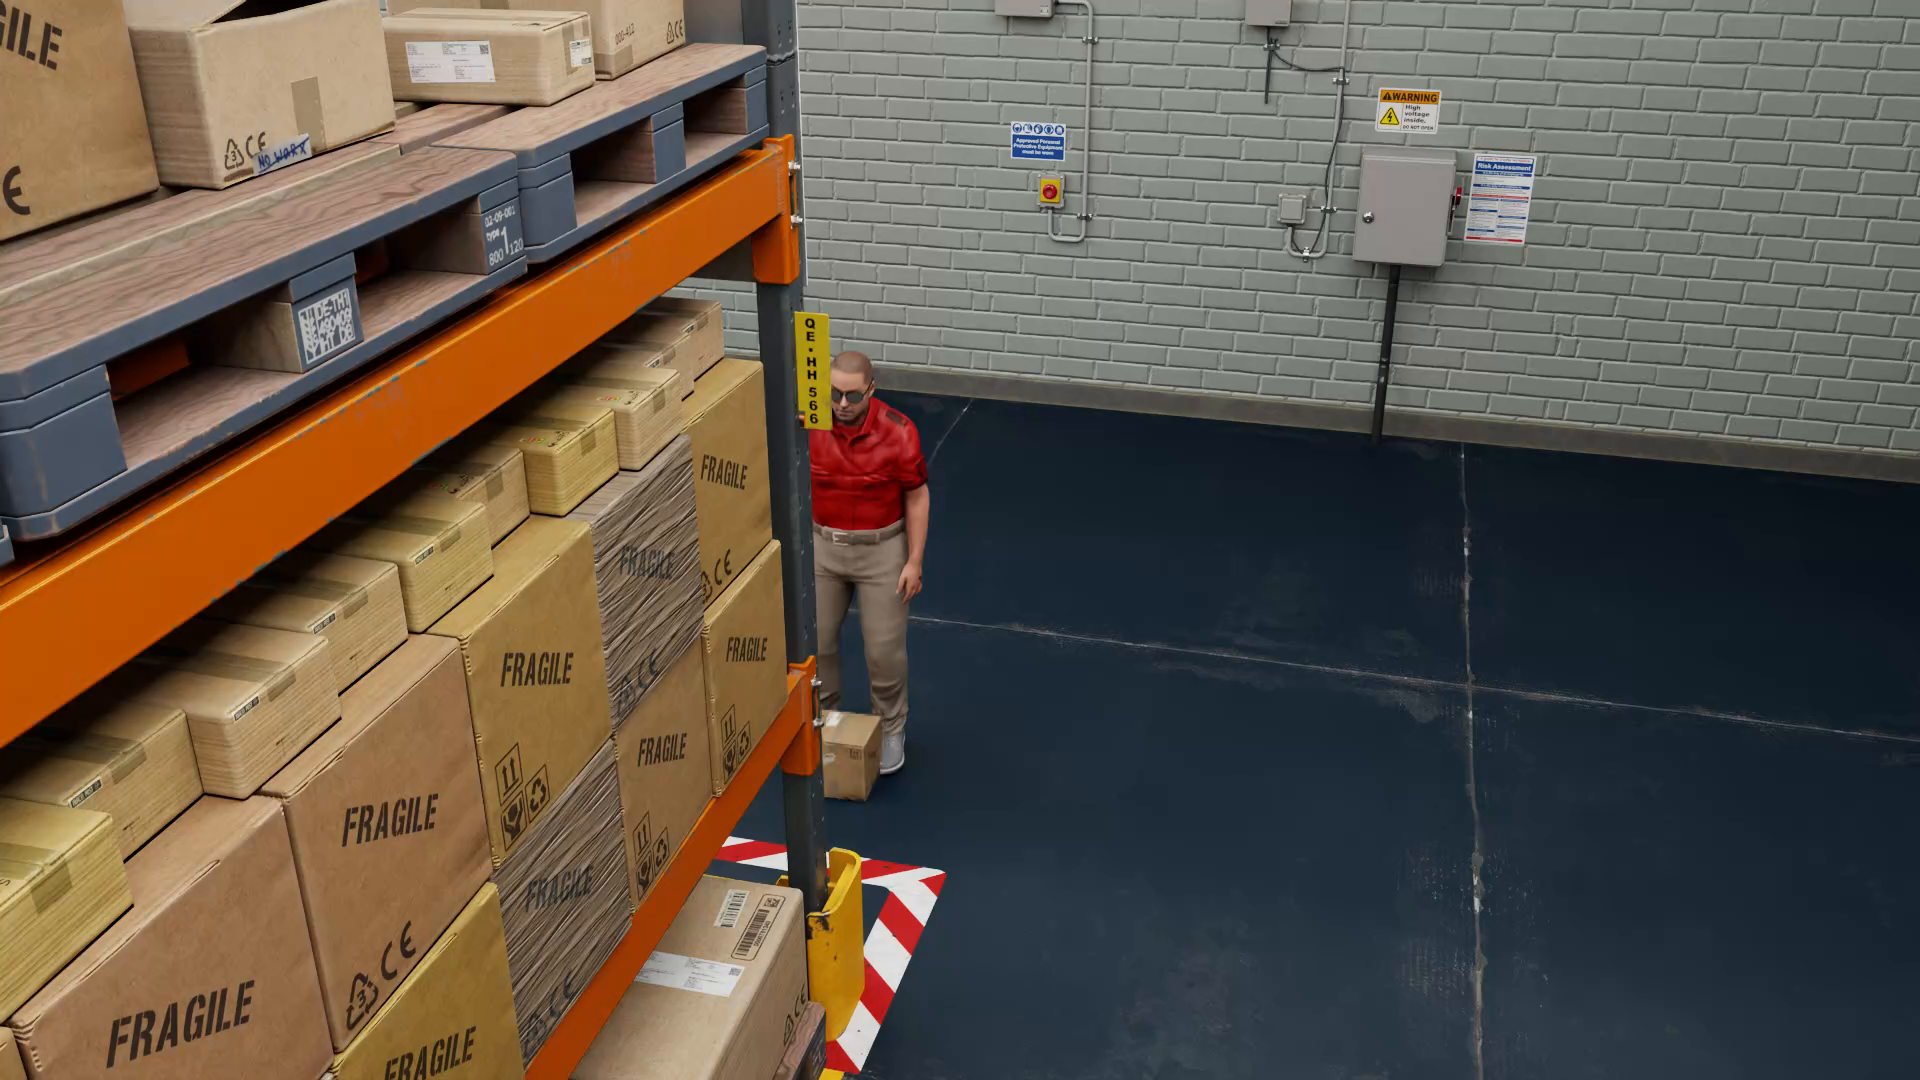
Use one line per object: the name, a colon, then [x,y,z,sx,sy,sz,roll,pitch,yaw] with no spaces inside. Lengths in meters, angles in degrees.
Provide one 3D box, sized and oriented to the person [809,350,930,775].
person: [-0.410,0.076,6.463,0.578,1.727,0.382,5,26,11]
